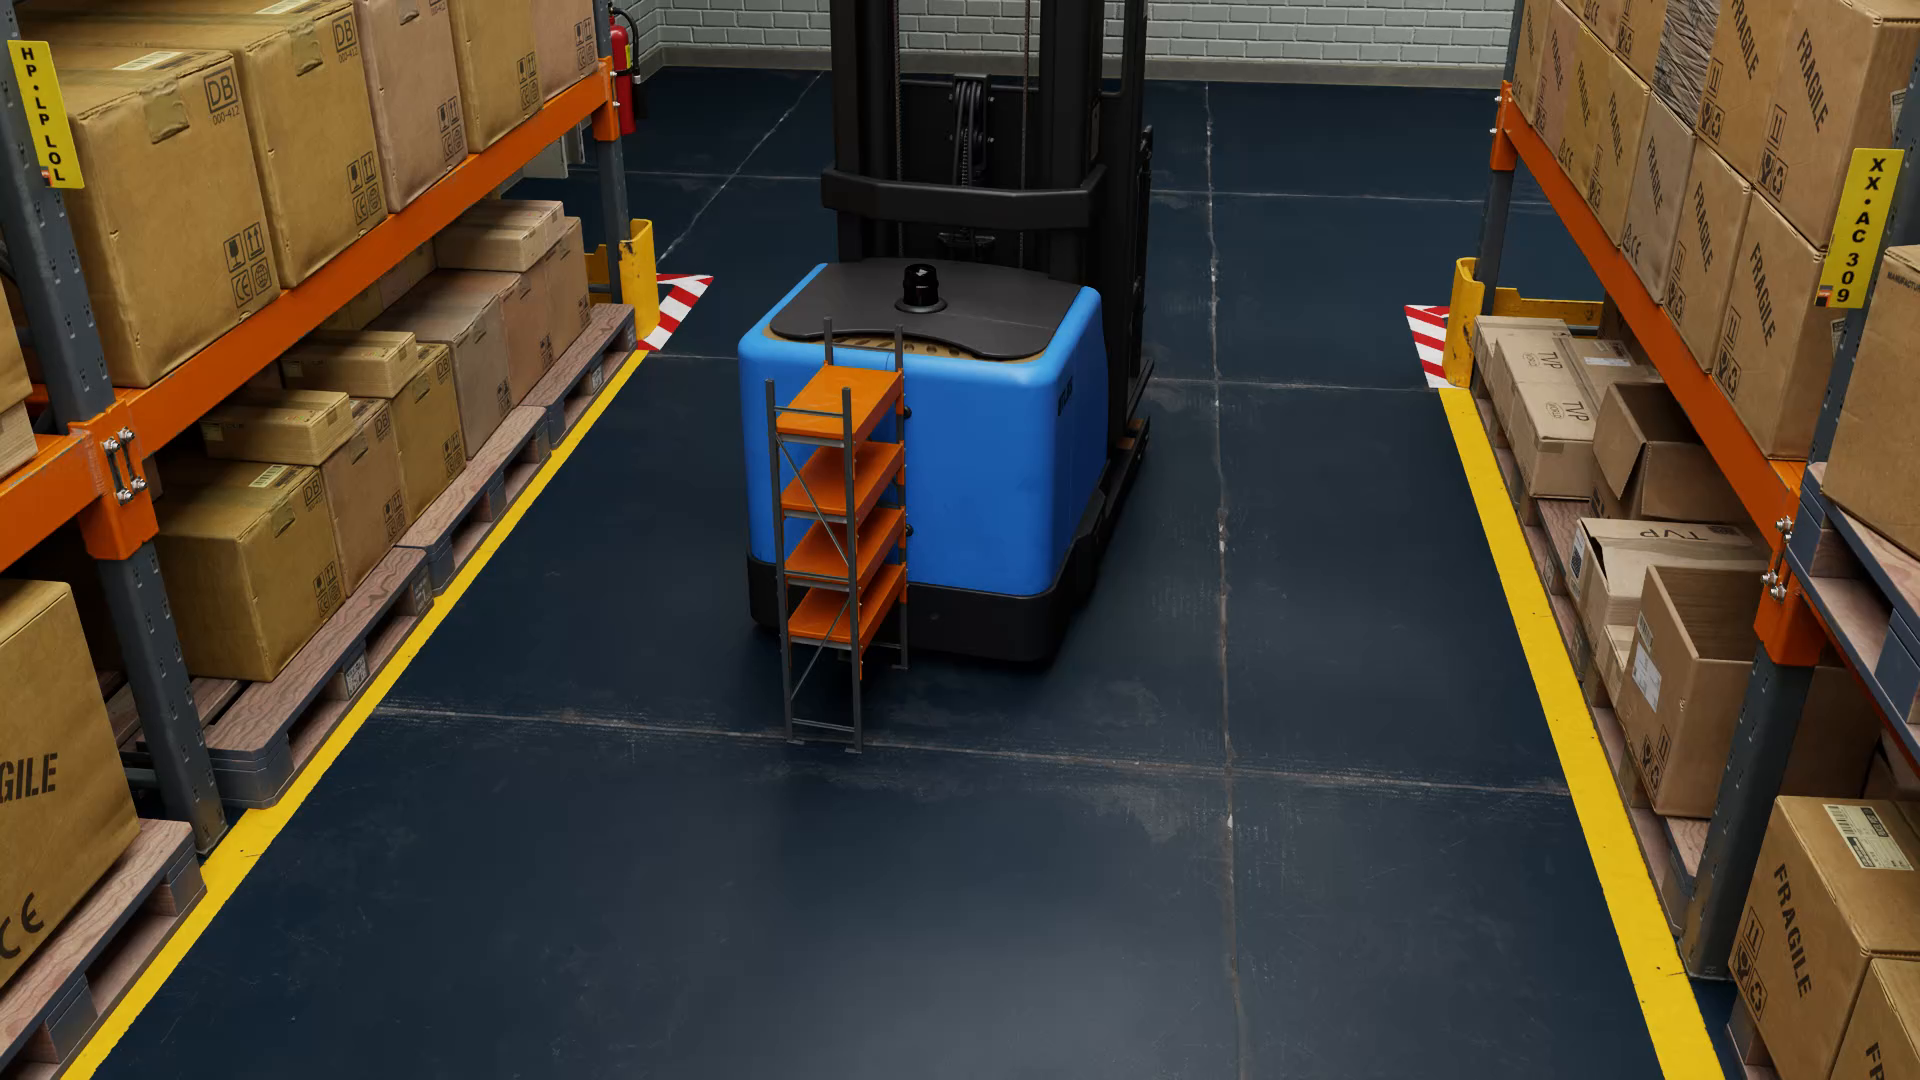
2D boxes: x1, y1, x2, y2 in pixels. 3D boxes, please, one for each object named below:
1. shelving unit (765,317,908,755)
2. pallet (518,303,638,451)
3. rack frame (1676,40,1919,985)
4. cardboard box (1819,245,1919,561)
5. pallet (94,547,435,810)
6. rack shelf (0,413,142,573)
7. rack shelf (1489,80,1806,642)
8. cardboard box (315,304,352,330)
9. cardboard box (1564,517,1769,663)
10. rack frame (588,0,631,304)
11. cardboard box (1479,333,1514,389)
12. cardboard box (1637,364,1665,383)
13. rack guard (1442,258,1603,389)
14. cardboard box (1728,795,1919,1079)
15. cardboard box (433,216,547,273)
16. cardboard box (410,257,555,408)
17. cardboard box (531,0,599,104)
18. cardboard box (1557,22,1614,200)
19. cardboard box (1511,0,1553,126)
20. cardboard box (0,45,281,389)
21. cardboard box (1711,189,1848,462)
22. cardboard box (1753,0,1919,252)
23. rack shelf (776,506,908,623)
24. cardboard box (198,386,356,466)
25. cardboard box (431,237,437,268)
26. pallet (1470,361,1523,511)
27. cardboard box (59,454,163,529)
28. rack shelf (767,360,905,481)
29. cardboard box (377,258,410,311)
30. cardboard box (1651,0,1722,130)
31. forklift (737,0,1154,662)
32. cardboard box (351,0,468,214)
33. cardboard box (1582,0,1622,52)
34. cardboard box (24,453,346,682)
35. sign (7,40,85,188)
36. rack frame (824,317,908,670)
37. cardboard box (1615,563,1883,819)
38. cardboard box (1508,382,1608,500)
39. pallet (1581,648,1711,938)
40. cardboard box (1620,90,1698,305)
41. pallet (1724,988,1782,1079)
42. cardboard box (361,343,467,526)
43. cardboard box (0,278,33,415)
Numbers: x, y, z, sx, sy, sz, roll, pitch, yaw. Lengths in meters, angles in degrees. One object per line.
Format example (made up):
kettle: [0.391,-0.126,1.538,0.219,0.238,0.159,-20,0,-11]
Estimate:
shelving unit: [-0.350,-0.006,4.996,0.258,1.200,0.503,7,29,13]
pallet: [-2.108,-0.771,7.459,1.003,0.211,1.213,3,28,6]
rack frame: [2.339,-0.211,3.479,1.000,3.000,0.127,3,28,6]
cardboard box: [2.059,-0.230,2.965,0.700,0.500,0.500,-6,29,-11]
pallet: [-2.407,0.377,5.327,1.003,0.211,1.213,3,28,6]
rack shelf: [-2.823,0.761,2.433,1.077,0.370,4.000,3,28,6]
rack shelf: [2.584,-0.835,5.397,1.077,0.370,4.000,3,28,6]
cardboard box: [-2.442,-0.769,6.023,0.380,0.149,0.250,3,28,5]
cardboard box: [2.219,0.142,5.196,0.500,0.311,0.500,3,28,6]
rack frame: [-2.087,-2.380,7.505,1.000,3.000,0.127,3,28,6]
cardboard box: [2.406,-0.745,6.994,0.380,0.166,0.250,3,28,6]
cardboard box: [2.868,-0.584,6.695,0.380,0.166,0.250,3,28,6]
rack guard: [2.820,-0.957,7.500,1.175,0.500,0.348,3,28,6]
cardboard box: [2.038,0.910,3.571,0.500,0.500,0.500,2,28,4]
cardboard box: [-1.939,-1.223,6.866,0.380,0.149,0.250,4,29,8]
cardboard box: [-2.135,-0.893,6.938,0.700,0.500,0.500,3,28,6]
cardboard box: [-2.140,-2.271,6.987,0.980,0.700,0.700,5,29,9]
cardboard box: [2.391,-1.465,5.701,0.500,0.500,0.500,3,28,6]
cardboard box: [2.513,-1.944,6.590,0.500,0.500,0.500,4,29,7]
cardboard box: [-2.495,-0.883,4.411,0.980,0.700,0.700,4,29,7]
cardboard box: [2.146,-0.505,3.919,0.500,0.500,0.500,4,29,7]
cardboard box: [2.144,-0.948,3.687,0.500,0.500,0.500,3,29,6]
rack shelf: [-0.350,0.053,5.028,0.258,0.148,0.480,7,29,13]
cardboard box: [-2.161,-0.363,5.271,0.380,0.149,0.250,4,29,8]
cardboard box: [-2.318,-1.246,6.910,0.380,0.149,0.250,3,29,6]
pallet: [2.723,-0.455,6.872,1.003,0.211,1.213,3,28,6]
cardboard box: [-2.599,-0.156,4.886,0.380,0.149,0.250,3,28,6]
rack shelf: [-0.350,-0.352,4.810,0.258,0.148,0.480,7,29,13]
cardboard box: [-2.380,-1.009,6.469,0.380,0.149,0.250,4,29,7]
cardboard box: [2.266,-1.427,4.576,0.500,0.500,0.500,4,29,7]
forklift: [0.161,-1.579,6.090,1.130,2.935,3.031,7,29,13]
cardboard box: [-2.321,-1.570,5.685,0.980,0.700,0.700,2,28,4]
cardboard box: [2.391,-1.903,5.459,0.500,0.500,0.500,4,29,7]
cardboard box: [-2.384,0.073,5.145,0.700,0.500,0.500,4,29,7]
sign: [-2.038,-0.945,3.704,0.100,0.325,0.005,3,28,6]
rack frame: [-0.287,-0.118,5.204,0.240,1.200,0.015,7,29,13]
cardboard box: [2.128,0.411,4.495,0.500,0.500,0.500,3,28,6]
cardboard box: [2.359,-0.367,6.203,0.500,0.250,0.500,3,28,6]
pallet: [2.424,0.694,4.740,1.003,0.211,1.213,3,28,6]
cardboard box: [2.268,-0.990,4.819,0.500,0.500,0.500,4,29,7]
pallet: [2.277,1.402,3.425,1.003,0.211,1.213,3,28,6]
cardboard box: [-2.254,-0.405,6.032,0.700,0.500,0.500,4,29,7]
cardboard box: [-2.384,-0.449,3.480,0.500,0.500,0.500,3,28,5]
